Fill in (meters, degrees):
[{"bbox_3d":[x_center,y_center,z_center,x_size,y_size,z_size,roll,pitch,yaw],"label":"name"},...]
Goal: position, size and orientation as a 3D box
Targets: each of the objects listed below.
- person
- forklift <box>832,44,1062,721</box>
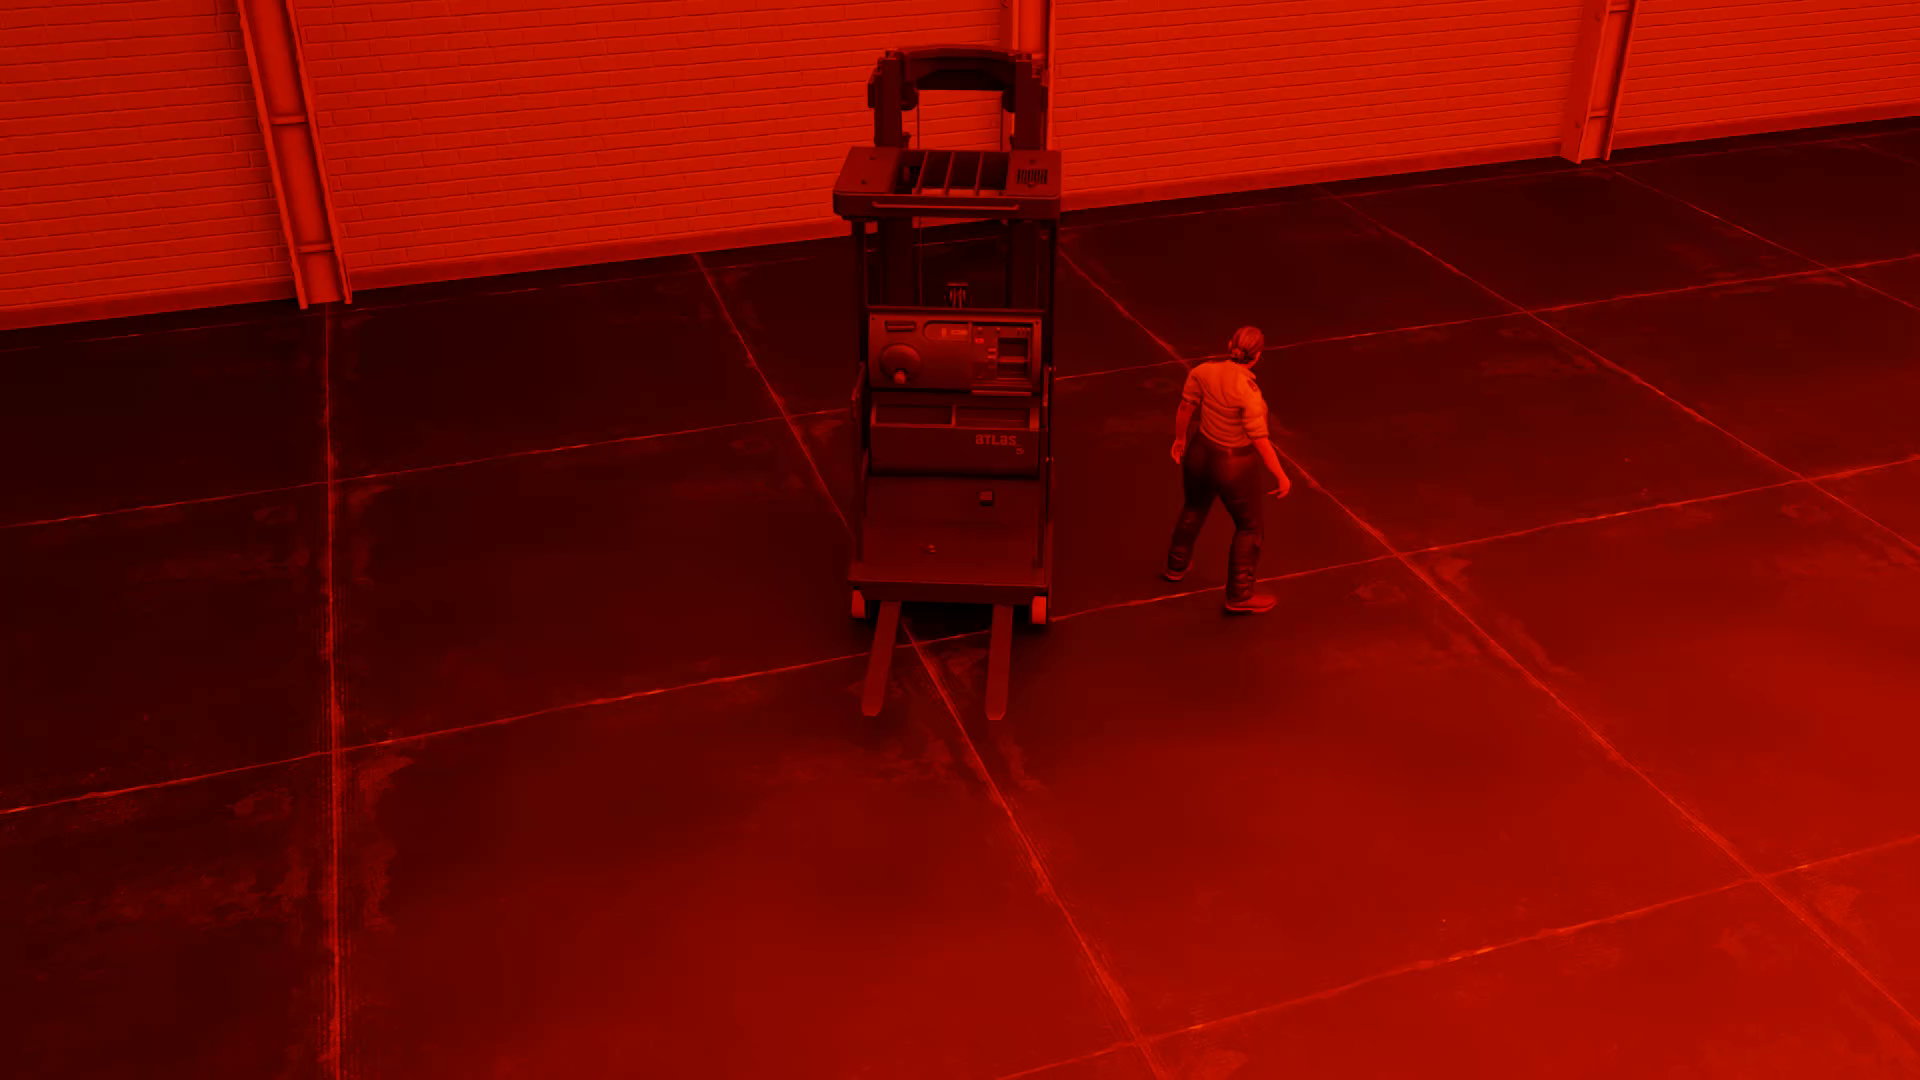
[{"bbox_3d":[1.450,-0.410,9.114,0.344,1.640,0.748,-23,37,-34],"label":"person"},{"bbox_3d":[-0.039,-0.967,8.767,1.130,2.935,3.031,2,30,3],"label":"forklift"}]
